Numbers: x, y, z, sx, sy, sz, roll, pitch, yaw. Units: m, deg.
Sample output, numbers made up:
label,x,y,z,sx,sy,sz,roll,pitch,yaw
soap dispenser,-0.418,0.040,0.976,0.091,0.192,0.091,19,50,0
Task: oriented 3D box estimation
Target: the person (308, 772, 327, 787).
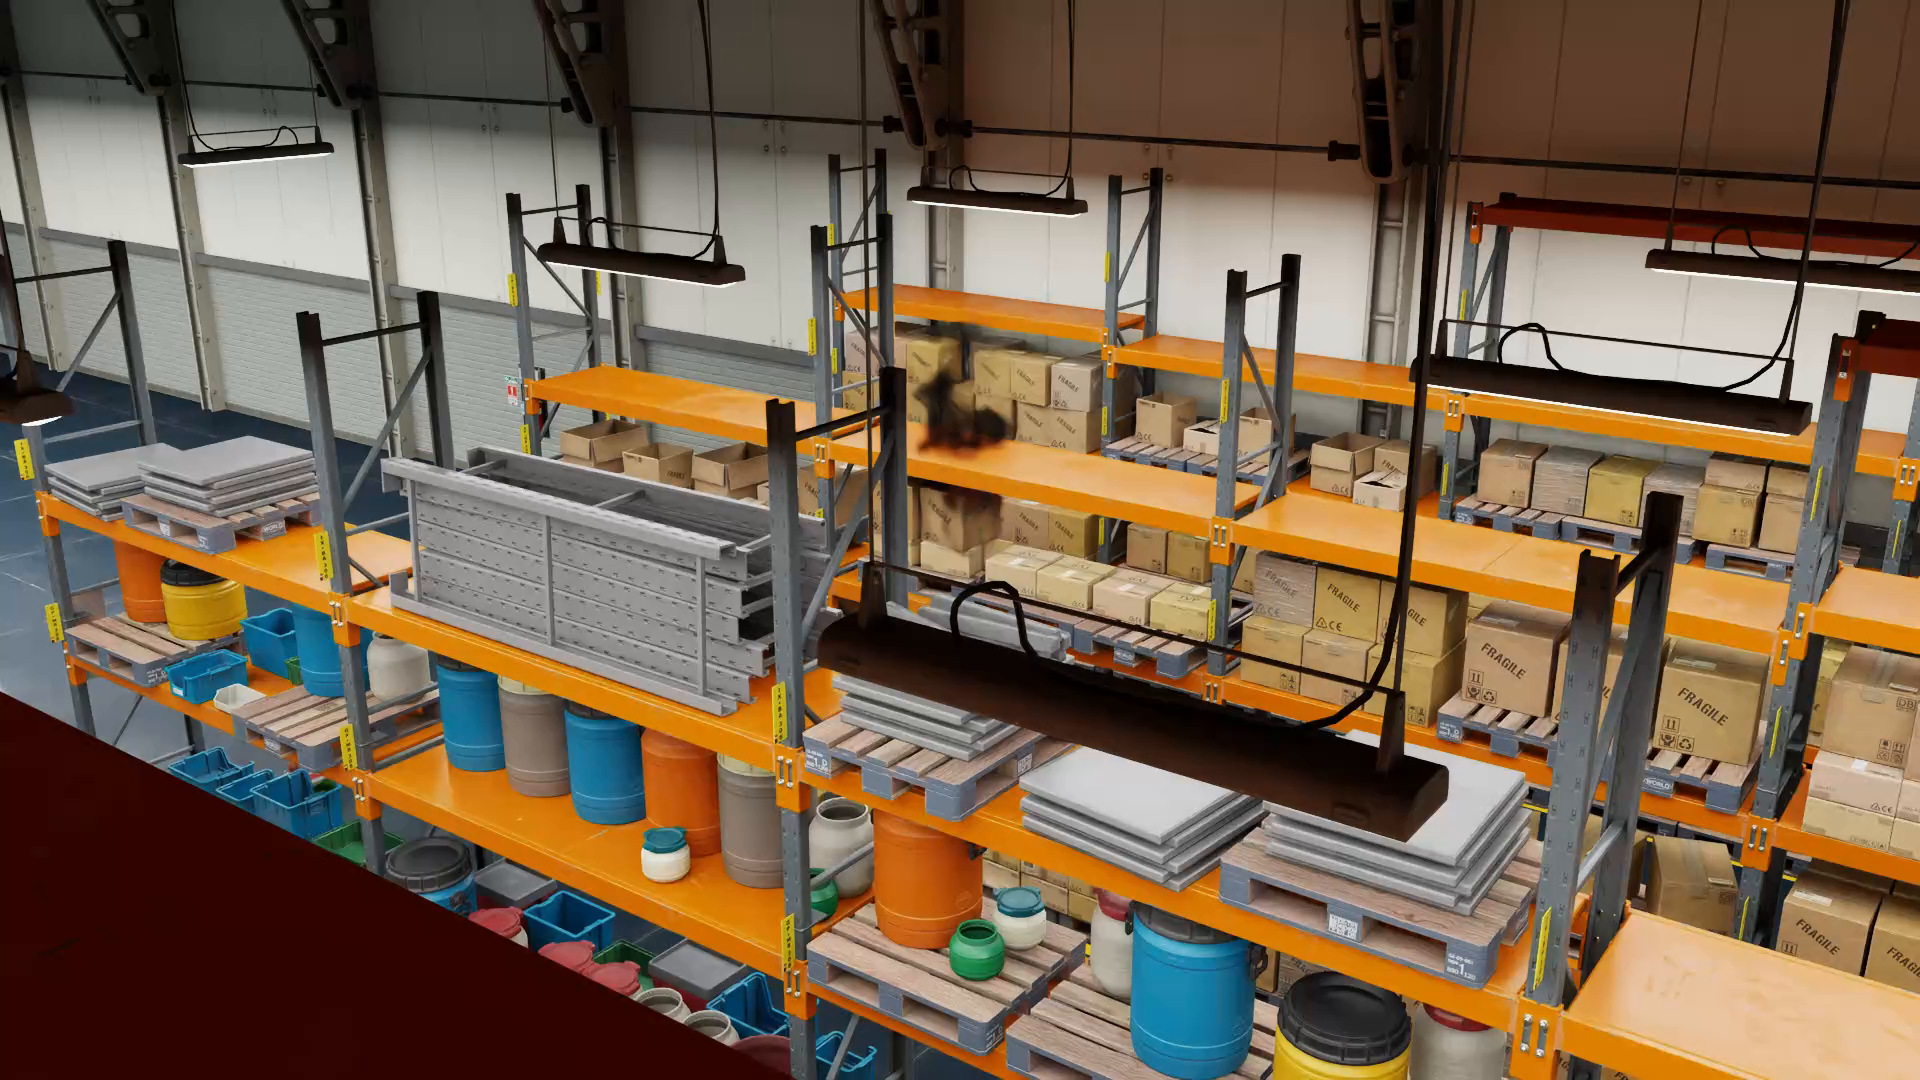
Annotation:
label,x,y,z,sx,sy,sz,roll,pitch,yaw
person,-6.134,2.245,15.628,0.693,1.806,0.670,9,21,26
